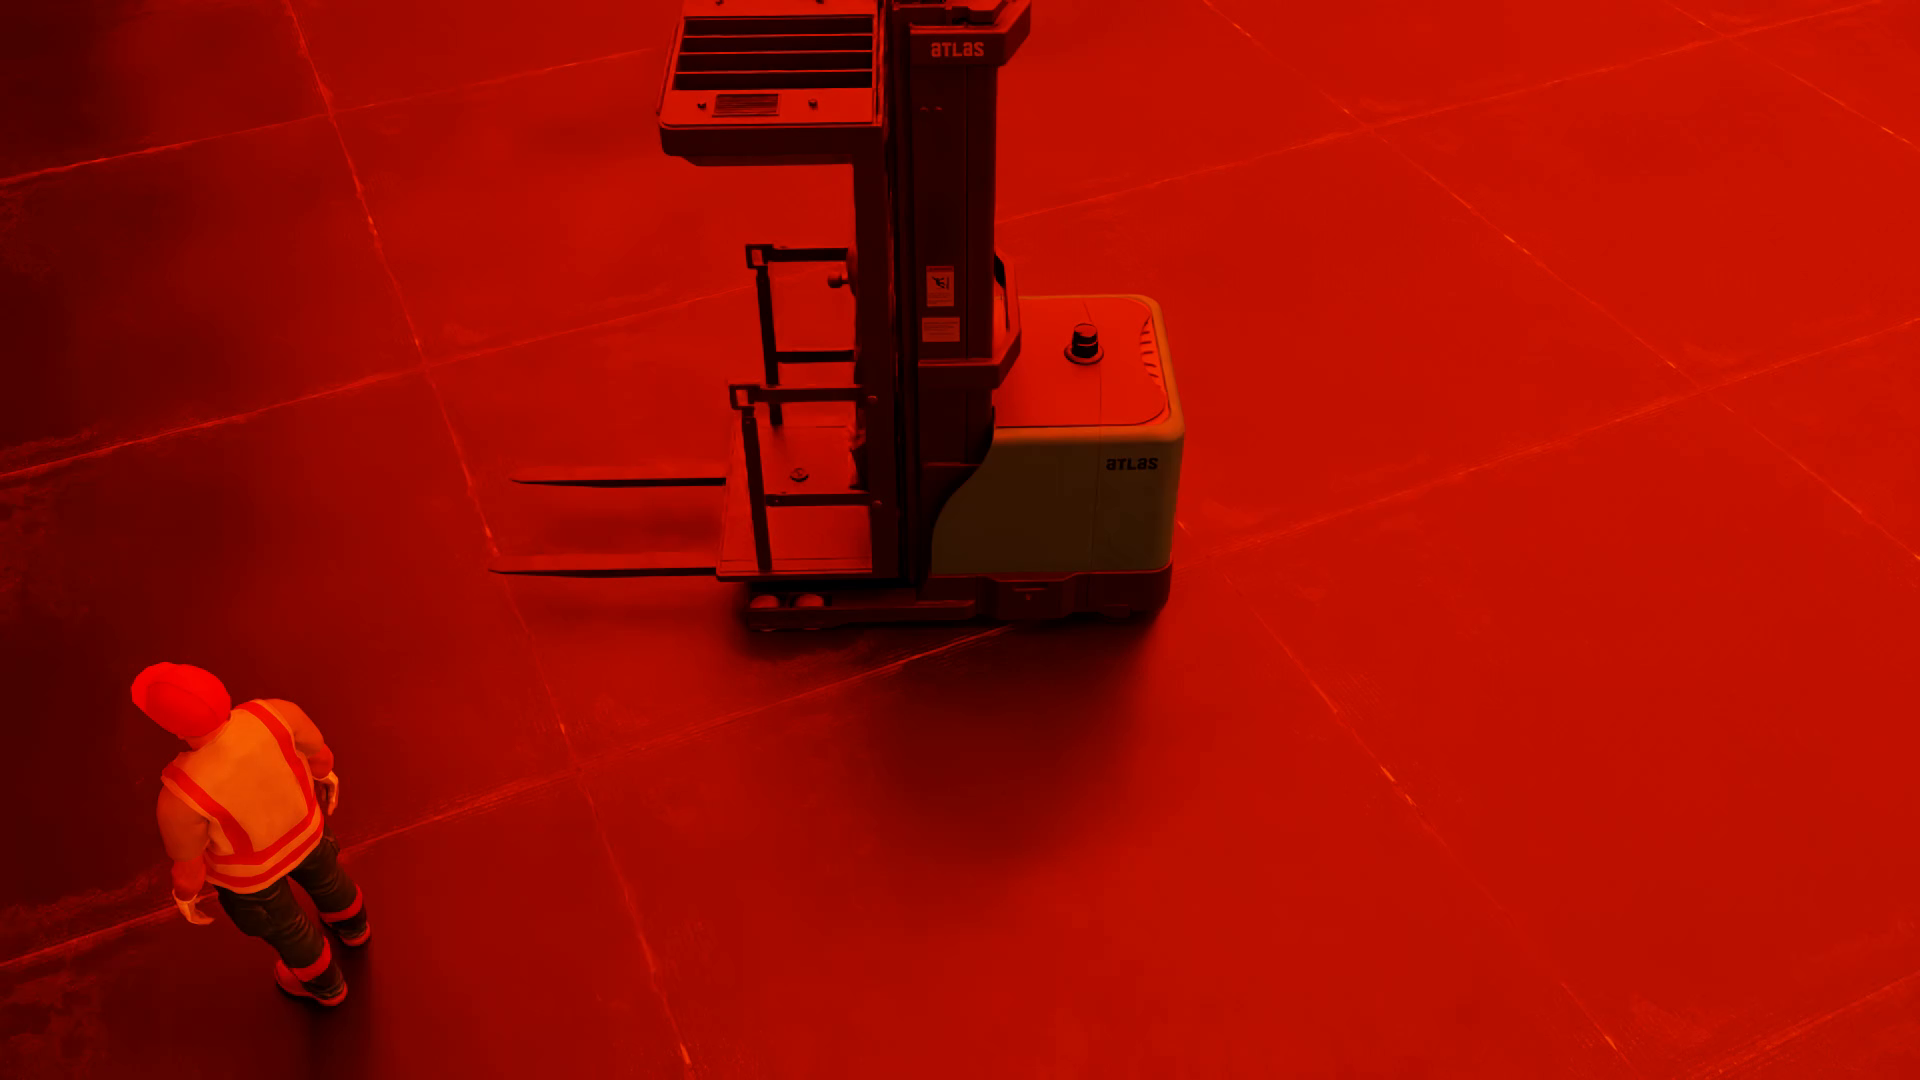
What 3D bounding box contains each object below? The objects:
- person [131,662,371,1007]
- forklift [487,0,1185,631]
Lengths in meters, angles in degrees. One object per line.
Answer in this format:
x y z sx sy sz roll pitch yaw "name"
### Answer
-2.340 0.960 5.477 0.566 1.787 0.638 24 48 24 "person"
-0.591 -1.034 6.788 3.031 2.935 1.130 -1 43 -1 "forklift"
